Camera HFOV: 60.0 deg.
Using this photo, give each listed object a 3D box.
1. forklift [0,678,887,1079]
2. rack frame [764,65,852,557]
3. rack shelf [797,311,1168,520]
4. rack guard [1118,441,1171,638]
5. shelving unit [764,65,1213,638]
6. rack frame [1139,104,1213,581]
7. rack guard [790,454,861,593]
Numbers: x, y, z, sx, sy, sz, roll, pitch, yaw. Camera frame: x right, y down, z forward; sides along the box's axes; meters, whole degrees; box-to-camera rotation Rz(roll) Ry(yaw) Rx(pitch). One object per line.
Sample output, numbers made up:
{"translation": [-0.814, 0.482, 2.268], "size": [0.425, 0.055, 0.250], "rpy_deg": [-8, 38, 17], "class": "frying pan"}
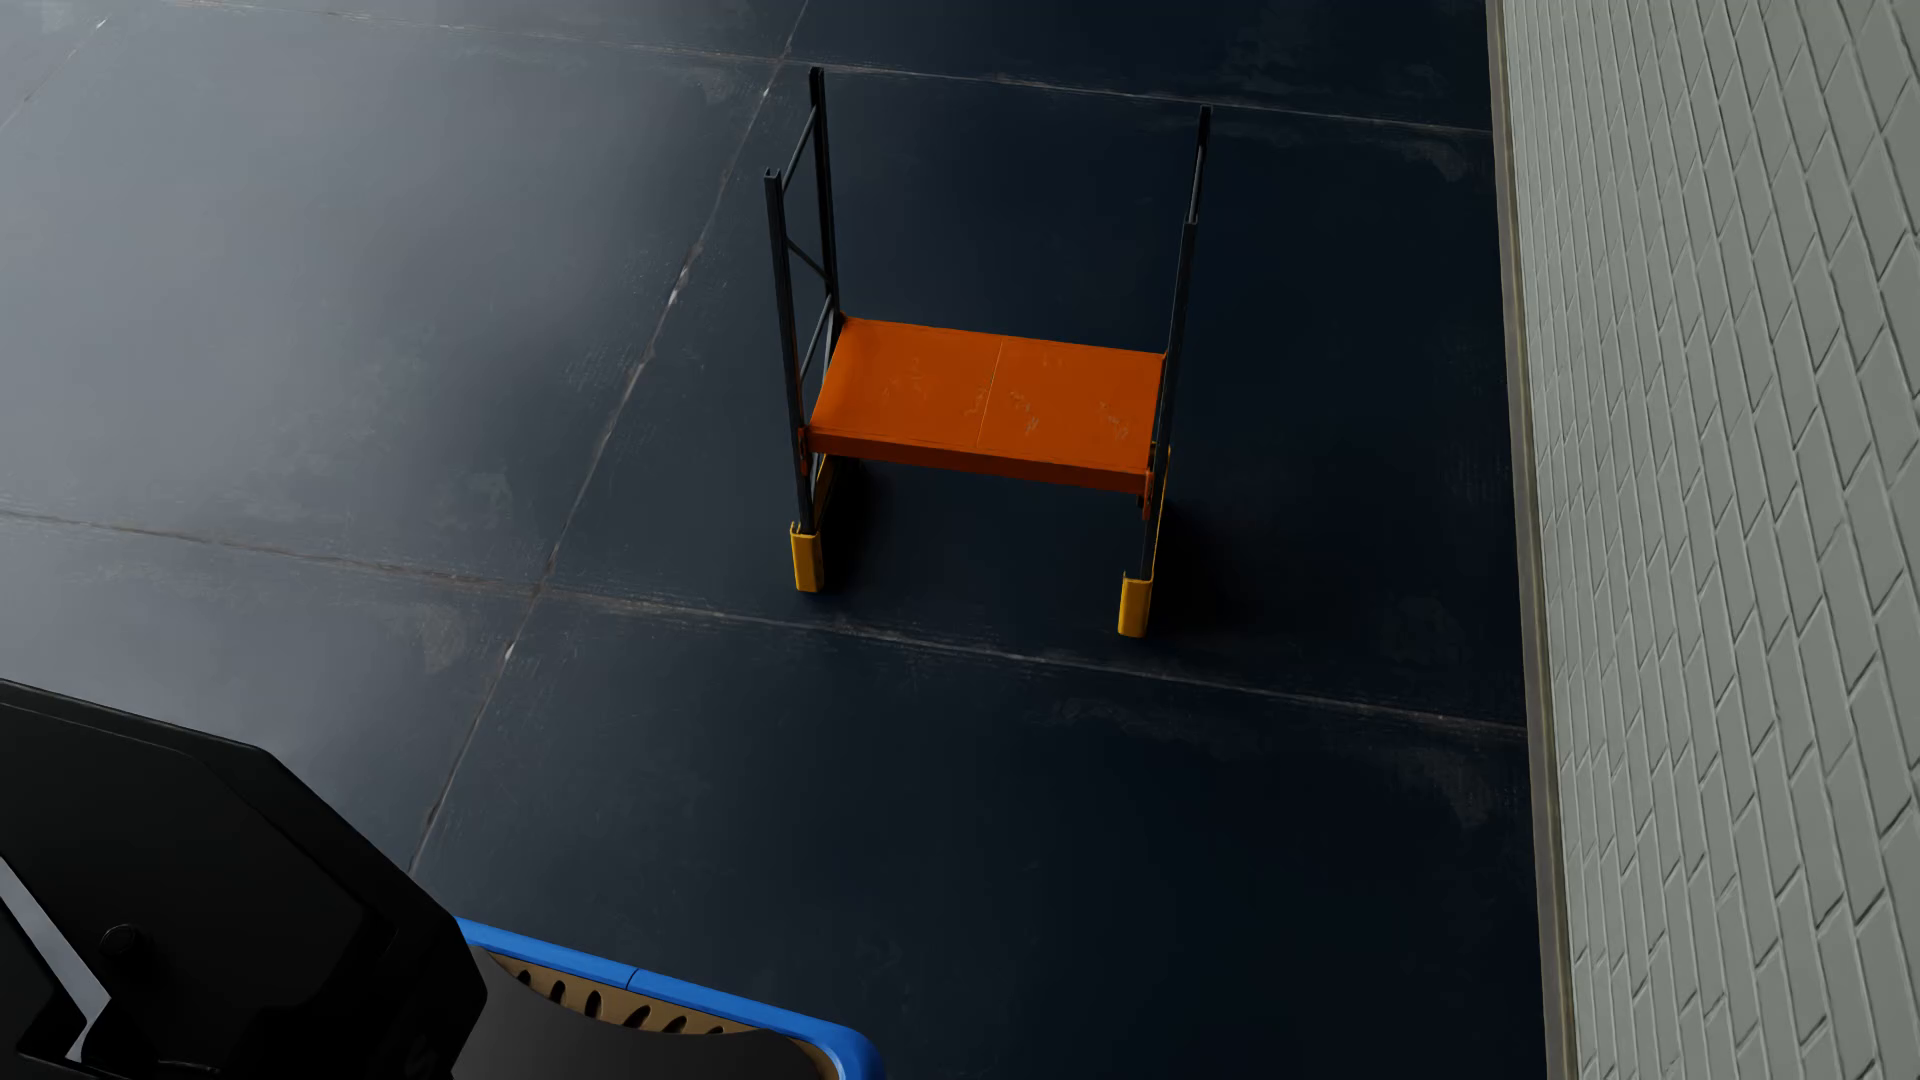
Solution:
{"translation": [-1.027, 1.591, 1.850], "size": [1.130, 2.935, 3.031], "rpy_deg": [12, 49, 11], "class": "forklift"}
{"translation": [-0.416, -0.557, 4.742], "size": [0.032, 1.500, 0.500], "rpy_deg": [8, 49, 7], "class": "rack frame"}
{"translation": [0.084, -0.370, 4.816], "size": [1.000, 0.185, 0.538], "rpy_deg": [8, 49, 7], "class": "rack shelf"}
{"translation": [0.565, -0.008, 5.089], "size": [0.087, 0.250, 0.587], "rpy_deg": [8, 49, 7], "class": "rack guard"}
{"translation": [0.075, -0.491, 4.683], "size": [1.083, 1.500, 0.587], "rpy_deg": [8, 49, 7], "class": "shelving unit"}
{"translation": [0.584, -0.423, 4.622], "size": [0.032, 1.500, 0.500], "rpy_deg": [8, 49, 7], "class": "rack frame"}
{"translation": [-0.415, -0.139, 5.207], "size": [0.087, 0.250, 0.587], "rpy_deg": [8, 49, 7], "class": "rack guard"}
